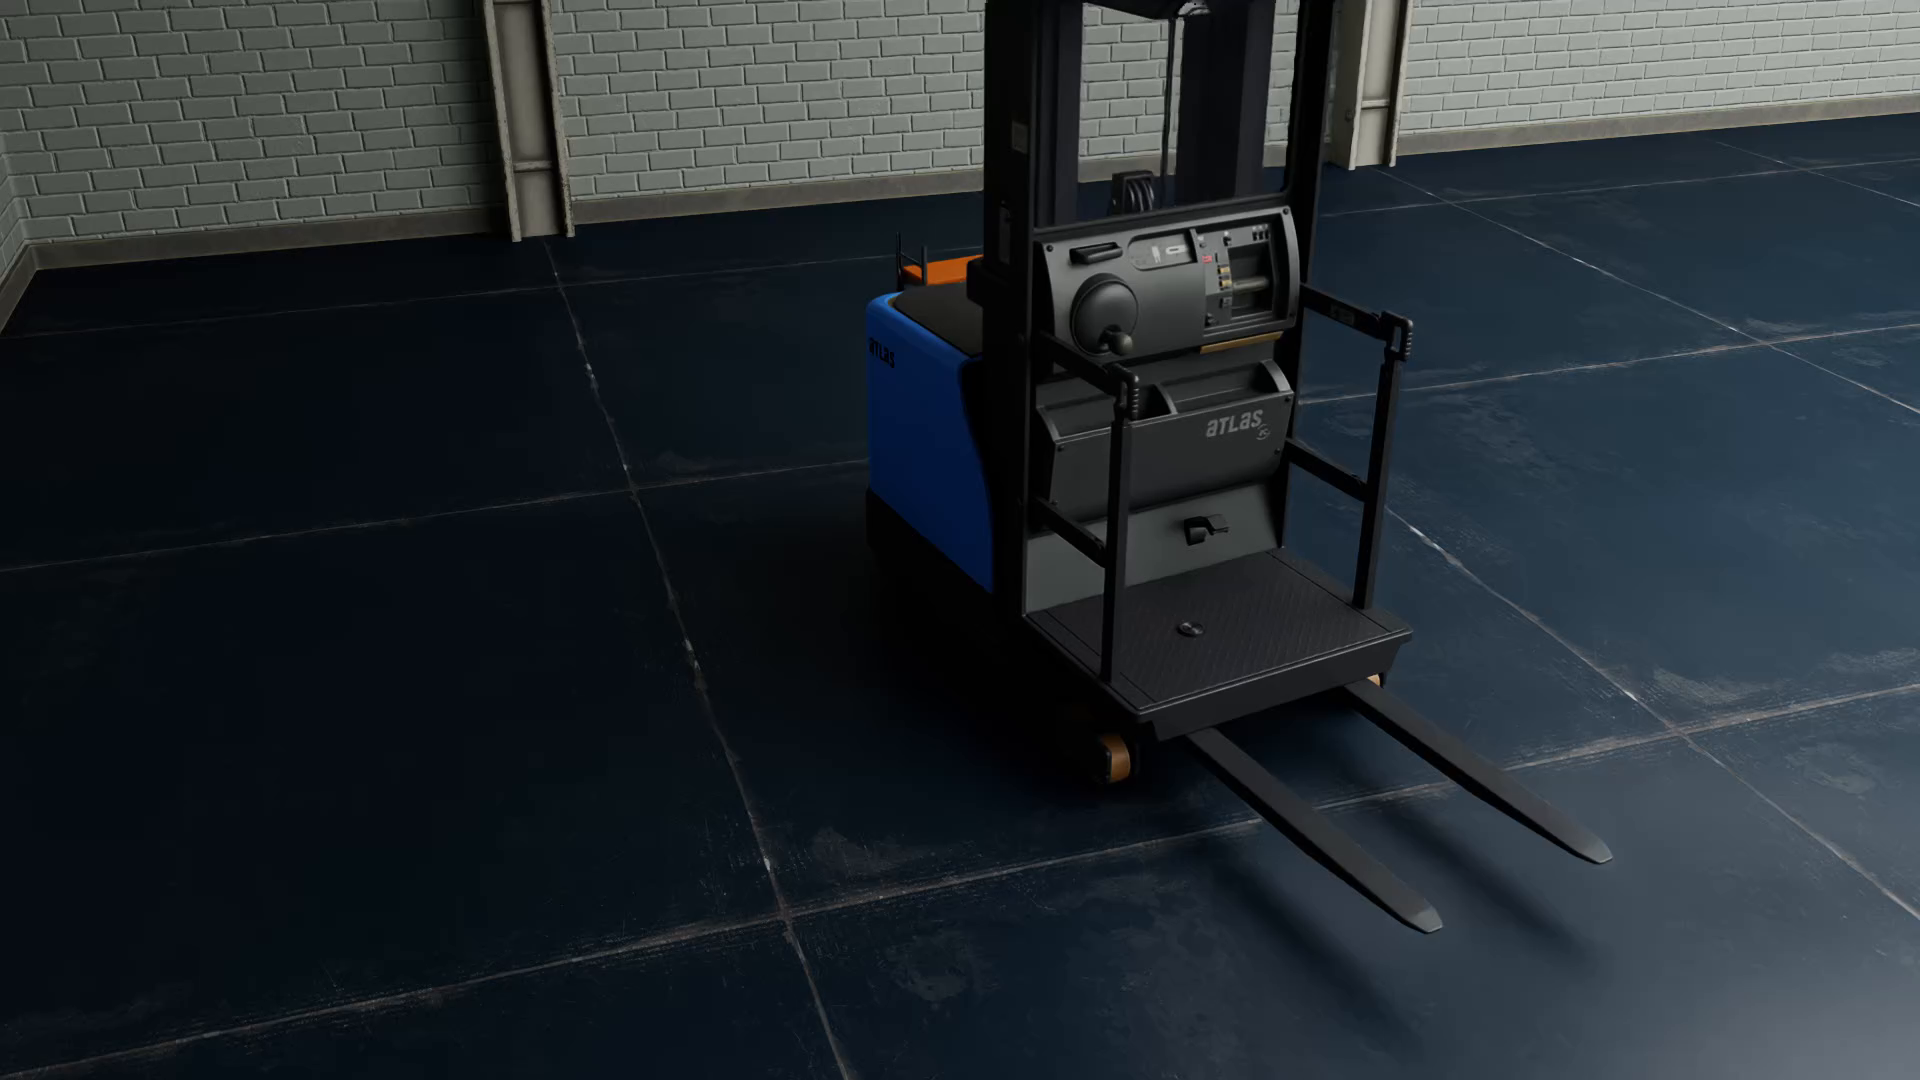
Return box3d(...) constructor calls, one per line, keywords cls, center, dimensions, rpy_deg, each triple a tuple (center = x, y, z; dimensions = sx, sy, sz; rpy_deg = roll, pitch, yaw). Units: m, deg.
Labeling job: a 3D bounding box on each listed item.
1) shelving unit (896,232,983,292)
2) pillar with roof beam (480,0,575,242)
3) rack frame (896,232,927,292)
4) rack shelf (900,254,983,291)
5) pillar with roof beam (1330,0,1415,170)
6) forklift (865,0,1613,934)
box3d(cls="shelving unit", center=(0.029, -0.664, 6.736), dimensions=(0.503, 1.200, 0.258), rpy_deg=(-13, 29, -25))
box3d(cls="pillar with roof beam", center=(-1.374, -4.198, 5.086), dimensions=(0.400, 9.000, 9.100), rpy_deg=(-8, 28, -16))
box3d(cls="rack frame", center=(-0.186, -0.613, 6.634), dimensions=(0.015, 1.200, 0.240), rpy_deg=(-13, 29, -25))
box3d(cls="rack shelf", center=(0.028, -1.017, 6.563), dimensions=(0.480, 0.148, 0.258), rpy_deg=(-13, 29, -25))
box3d(cls="pillar with roof beam", center=(4.331, -5.024, 6.750), dimensions=(0.400, 9.000, 9.100), rpy_deg=(-8, 28, -16))
box3d(cls="forklift", center=(0.770, -0.776, 5.016), dimensions=(1.130, 2.935, 3.031), rpy_deg=(-13, 29, -25))
